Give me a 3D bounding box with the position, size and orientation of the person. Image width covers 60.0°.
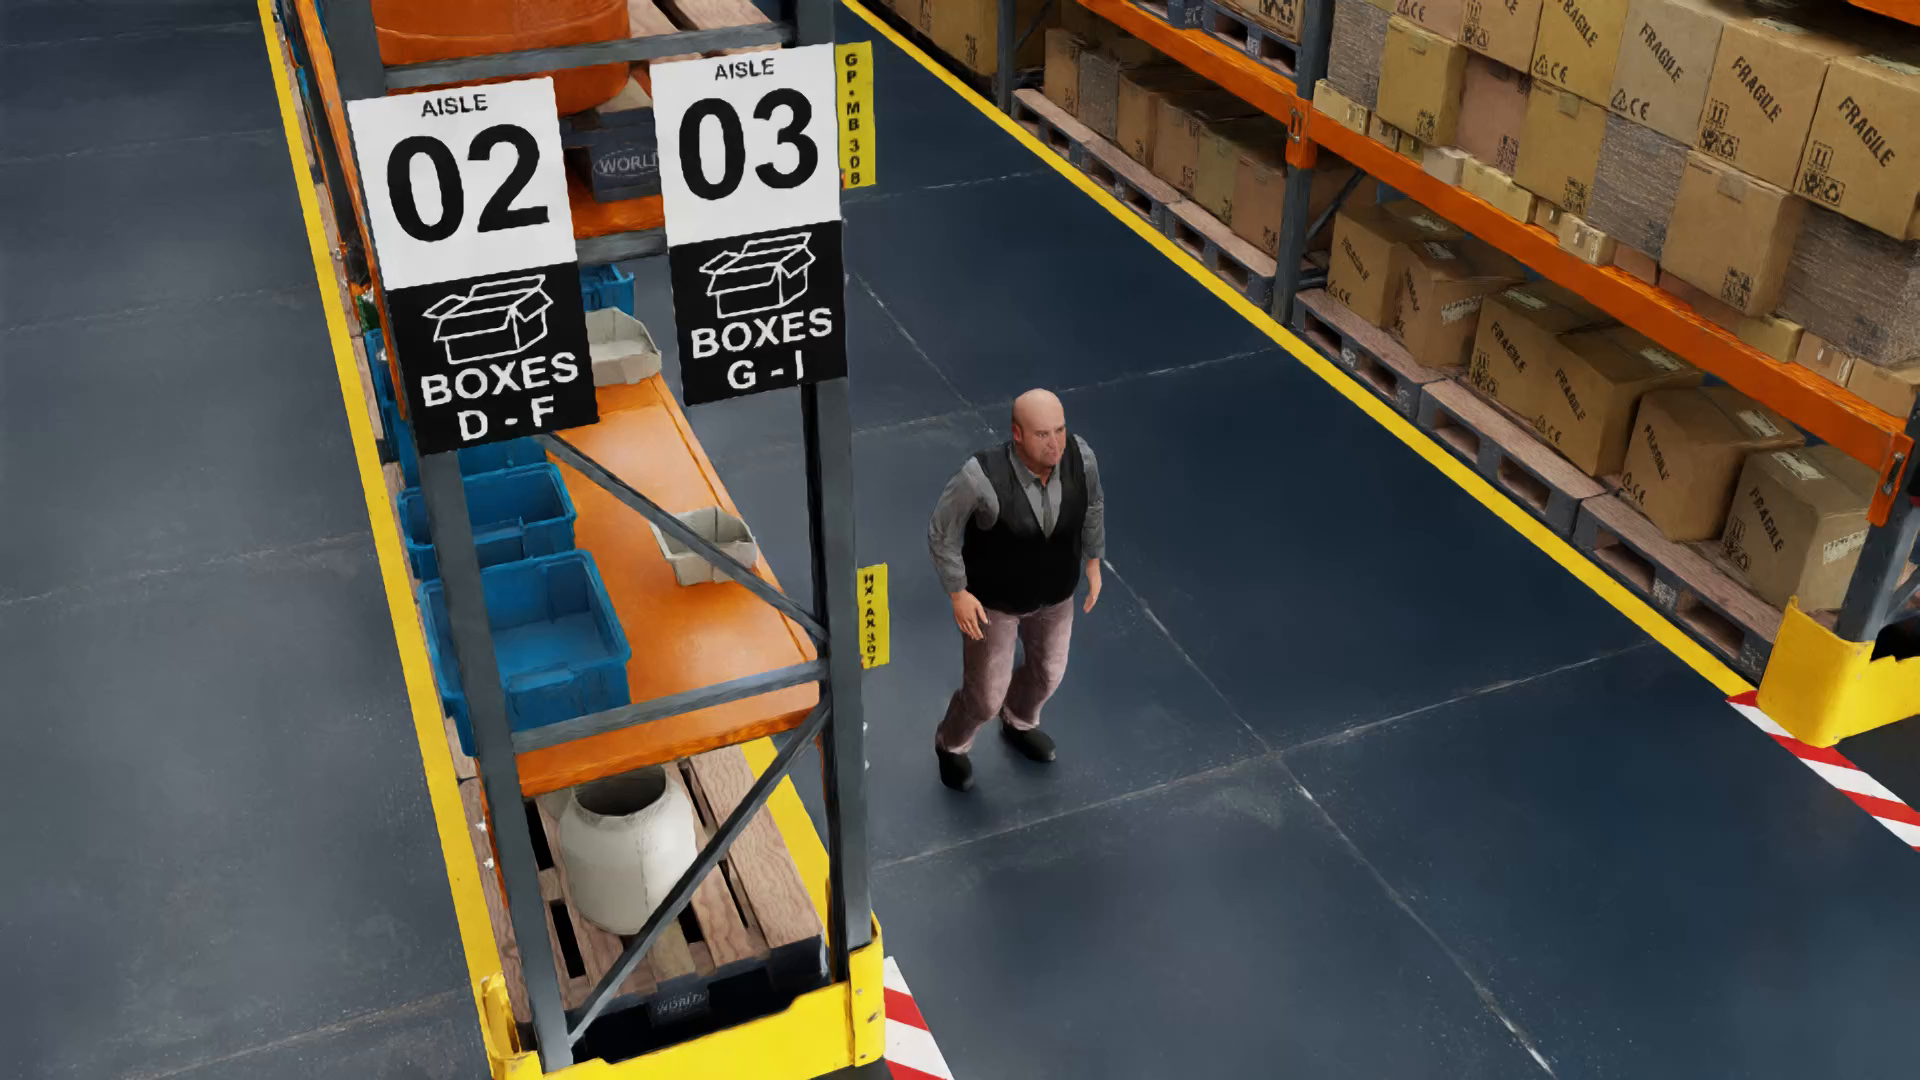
[{"bbox_3d":[0.202,0.166,5.942,0.673,1.682,0.509,-14,36,-21],"label":"person"}]
